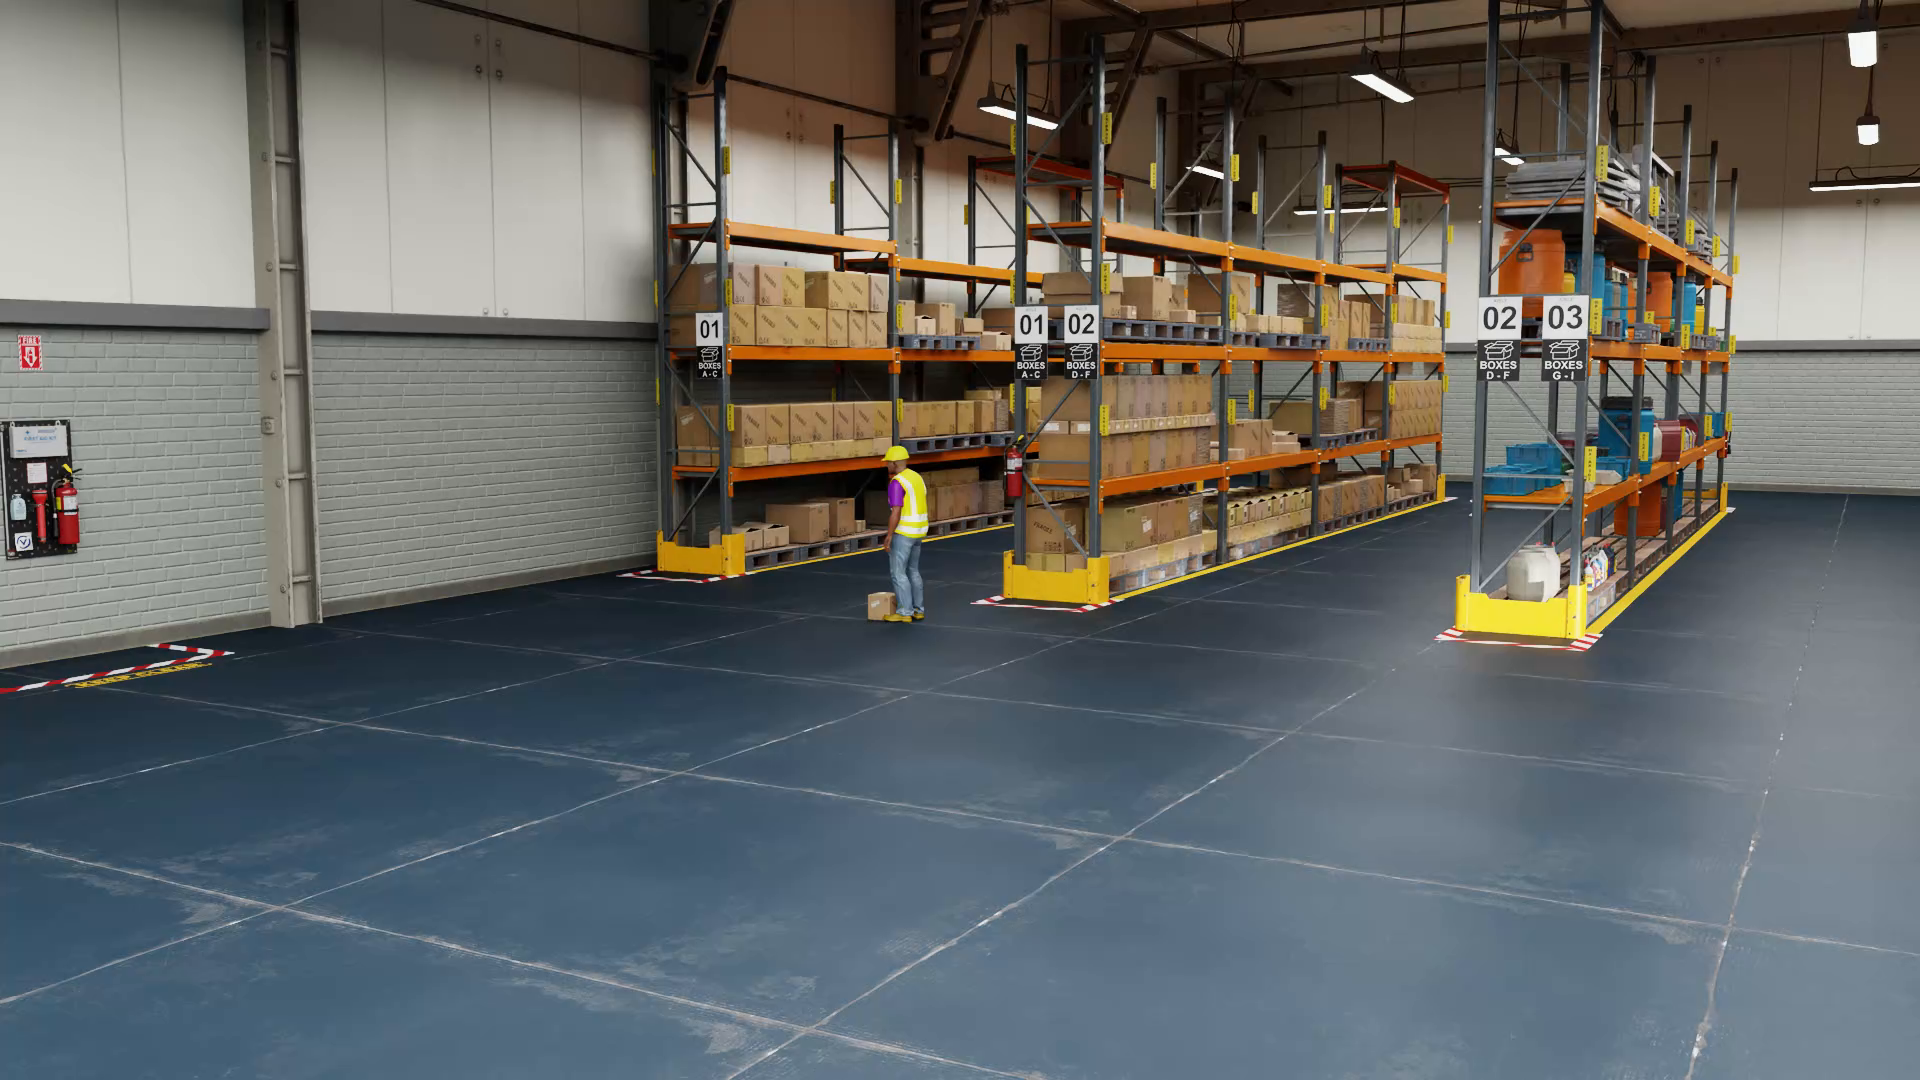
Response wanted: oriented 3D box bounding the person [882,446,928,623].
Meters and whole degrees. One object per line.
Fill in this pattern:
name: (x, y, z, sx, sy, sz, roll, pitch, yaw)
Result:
person: (-0.565, -0.066, 16.685, 0.455, 1.761, 0.637, 3, 7, 26)
